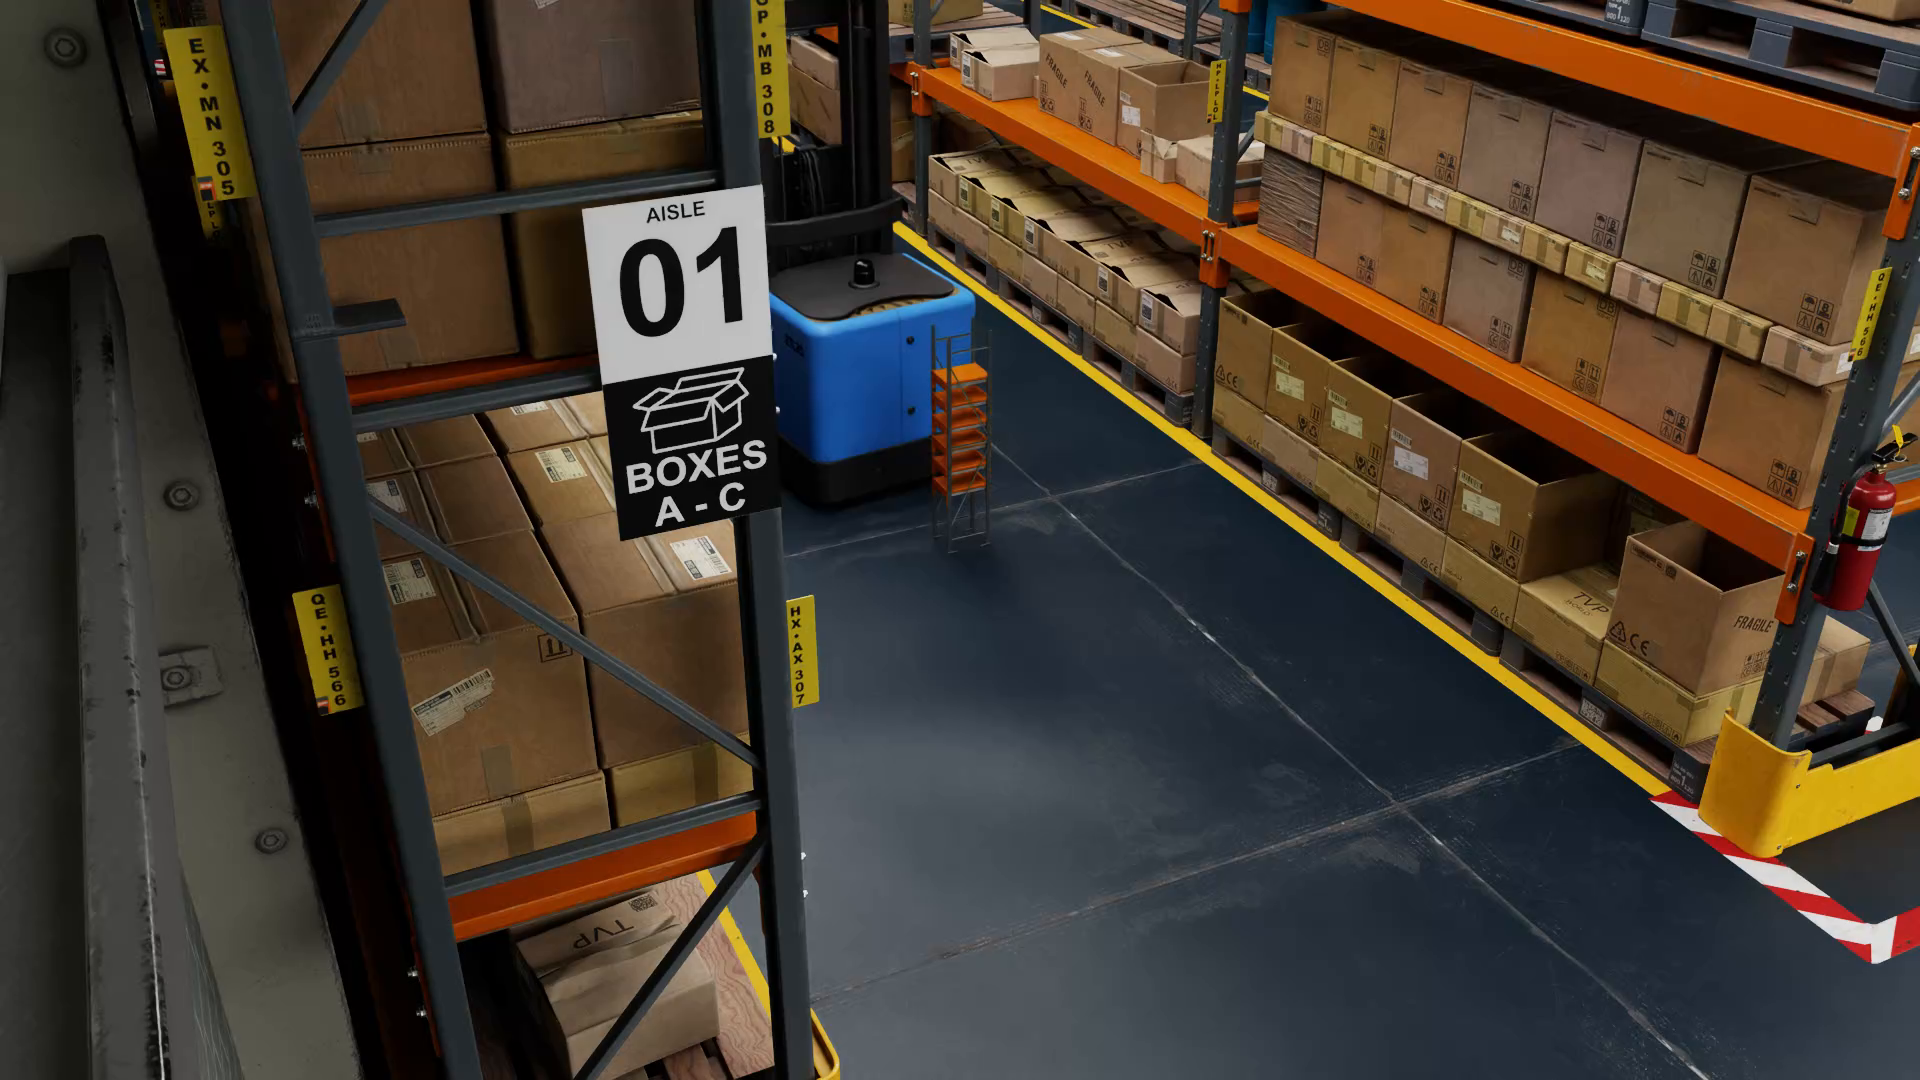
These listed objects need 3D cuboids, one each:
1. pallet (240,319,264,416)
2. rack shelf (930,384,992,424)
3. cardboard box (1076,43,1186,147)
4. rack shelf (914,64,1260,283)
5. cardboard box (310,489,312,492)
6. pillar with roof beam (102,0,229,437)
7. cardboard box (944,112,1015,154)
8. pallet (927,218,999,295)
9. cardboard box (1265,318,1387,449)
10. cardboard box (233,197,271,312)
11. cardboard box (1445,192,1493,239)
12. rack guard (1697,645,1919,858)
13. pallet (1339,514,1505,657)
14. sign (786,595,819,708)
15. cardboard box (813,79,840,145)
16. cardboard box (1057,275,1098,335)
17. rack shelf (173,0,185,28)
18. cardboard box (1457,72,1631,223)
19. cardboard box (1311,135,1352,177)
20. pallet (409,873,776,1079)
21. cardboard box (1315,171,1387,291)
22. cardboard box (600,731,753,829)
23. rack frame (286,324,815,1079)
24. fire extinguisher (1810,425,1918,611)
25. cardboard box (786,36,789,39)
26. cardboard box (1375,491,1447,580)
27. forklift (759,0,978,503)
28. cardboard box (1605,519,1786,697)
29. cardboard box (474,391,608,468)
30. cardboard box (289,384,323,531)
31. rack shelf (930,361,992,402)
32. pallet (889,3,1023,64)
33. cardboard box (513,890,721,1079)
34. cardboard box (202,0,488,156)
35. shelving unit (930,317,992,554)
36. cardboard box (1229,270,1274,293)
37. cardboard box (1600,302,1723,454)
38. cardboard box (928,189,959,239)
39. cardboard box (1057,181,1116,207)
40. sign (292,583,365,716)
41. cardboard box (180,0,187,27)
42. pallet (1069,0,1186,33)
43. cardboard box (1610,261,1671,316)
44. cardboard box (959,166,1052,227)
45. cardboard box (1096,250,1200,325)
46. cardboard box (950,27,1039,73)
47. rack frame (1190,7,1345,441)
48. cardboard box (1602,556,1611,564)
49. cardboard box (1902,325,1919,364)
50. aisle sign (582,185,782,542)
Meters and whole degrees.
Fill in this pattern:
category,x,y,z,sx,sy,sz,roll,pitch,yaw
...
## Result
category,x,y,z,sx,sy,sz,roll,pitch,yaw
pallet,-4.006,-1.189,10.654,1.003,0.211,1.213,-13,32,-22
rack shelf,0.006,-0.688,8.349,0.258,0.103,0.180,-13,32,-22
cardboard box,1.093,-2.865,10.691,0.500,0.500,0.500,-13,32,-22
rack shelf,0.991,-2.595,11.046,1.077,0.370,4.000,-13,32,-22
cardboard box,-2.154,-0.224,6.215,0.500,0.250,0.500,-14,32,-23
pillar with roof beam,-0.675,-5.515,9.385,9.100,9.000,0.400,-13,32,-22
cardboard box,0.195,-3.155,13.415,0.500,0.500,0.500,-12,31,-20
pallet,0.450,-2.204,12.465,1.003,0.211,1.213,-13,32,-22
cardboard box,1.987,-0.846,8.808,0.500,0.500,0.500,-13,32,-22
cardboard box,-1.545,-0.921,4.136,0.500,0.500,0.500,-13,32,-22
cardboard box,2.458,-1.509,7.608,0.380,0.149,0.250,-13,32,-22
rack guard,3.577,0.843,6.736,1.175,0.500,0.348,-13,32,-22
pallet,2.681,0.091,8.372,1.003,0.211,1.213,-13,32,-22
sign,-0.416,0.292,4.277,0.100,0.325,0.005,-13,32,-22
cardboard box,-0.934,-3.717,14.417,0.500,0.500,0.500,-14,32,-24
cardboard box,0.974,-1.581,10.885,0.500,0.250,0.500,-12,32,-21
rack shelf,-3.482,-2.861,8.455,1.077,0.370,4.000,-13,32,-22
cardboard box,2.692,-1.775,7.420,0.700,0.500,0.500,-13,32,-22
cardboard box,2.010,-1.968,8.427,0.380,0.149,0.250,-14,32,-23
pallet,-1.255,1.600,5.681,1.003,0.211,1.213,-13,32,-22
cardboard box,2.278,-1.642,8.510,0.700,0.500,0.500,-13,32,-22
cardboard box,-0.829,0.558,4.821,0.500,0.250,0.500,-14,32,-23
rack frame,-0.906,0.784,4.286,1.000,3.000,0.127,-13,32,-22
fire extinguisher,3.198,-0.075,5.895,0.296,0.674,0.183,-13,32,-22
cardboard box,-1.950,-5.126,17.271,0.380,0.166,0.250,-13,32,-22
cardboard box,2.415,-0.077,8.202,0.500,0.250,0.500,-13,32,-22
forklift,-1.095,-2.159,9.603,1.130,2.935,3.031,-17,33,-27
cardboard box,3.067,0.256,6.841,0.500,0.500,0.500,-13,32,-22
cardboard box,-1.259,-0.211,5.425,0.500,0.500,0.500,-14,32,-24
cardboard box,-1.949,-0.325,5.628,0.500,0.500,0.500,-13,32,-21
rack shelf,0.006,-0.792,8.291,0.258,0.103,0.180,-13,32,-22
pallet,-0.222,-3.993,13.000,1.213,0.211,1.003,-13,32,-22
cardboard box,-1.122,1.440,5.415,0.500,0.311,0.500,-17,33,-28
cardboard box,-1.327,-1.149,3.520,0.500,0.500,0.500,-12,31,-20
shelving unit,0.006,-0.517,8.445,0.258,1.200,0.189,-13,32,-22
cardboard box,1.897,-1.488,10.146,0.500,0.311,0.500,-13,32,-22
cardboard box,3.148,-0.742,6.904,0.700,0.500,0.500,-12,32,-21
cardboard box,0.092,-2.483,12.493,0.500,0.250,0.500,-13,32,-22
cardboard box,1.022,-2.389,11.752,0.500,0.311,0.500,-13,32,-22
sign,-1.416,0.248,3.733,0.100,0.325,0.005,-13,32,-22
cardboard box,-2.640,-2.075,6.193,0.500,0.500,0.500,-12,31,-20
pallet,2.012,-6.238,19.658,1.003,0.211,1.213,-13,32,-22
cardboard box,2.901,-1.053,6.796,0.380,0.149,0.250,-13,32,-21
cardboard box,0.325,-2.497,11.945,0.500,0.311,0.500,-14,32,-23
cardboard box,1.187,-1.601,10.346,0.500,0.311,0.500,-12,32,-21
cardboard box,0.249,-3.583,12.165,0.500,0.311,0.500,-11,31,-19
rack frame,1.849,-2.025,9.295,1.000,3.000,0.127,-13,32,-22
cardboard box,3.105,0.033,8.006,0.500,0.250,0.500,-13,32,-22
cardboard box,3.592,-0.803,6.350,0.380,0.149,0.250,-13,32,-22
aisle sign,-0.604,-0.382,3.706,0.394,0.787,0.004,-13,32,-22
